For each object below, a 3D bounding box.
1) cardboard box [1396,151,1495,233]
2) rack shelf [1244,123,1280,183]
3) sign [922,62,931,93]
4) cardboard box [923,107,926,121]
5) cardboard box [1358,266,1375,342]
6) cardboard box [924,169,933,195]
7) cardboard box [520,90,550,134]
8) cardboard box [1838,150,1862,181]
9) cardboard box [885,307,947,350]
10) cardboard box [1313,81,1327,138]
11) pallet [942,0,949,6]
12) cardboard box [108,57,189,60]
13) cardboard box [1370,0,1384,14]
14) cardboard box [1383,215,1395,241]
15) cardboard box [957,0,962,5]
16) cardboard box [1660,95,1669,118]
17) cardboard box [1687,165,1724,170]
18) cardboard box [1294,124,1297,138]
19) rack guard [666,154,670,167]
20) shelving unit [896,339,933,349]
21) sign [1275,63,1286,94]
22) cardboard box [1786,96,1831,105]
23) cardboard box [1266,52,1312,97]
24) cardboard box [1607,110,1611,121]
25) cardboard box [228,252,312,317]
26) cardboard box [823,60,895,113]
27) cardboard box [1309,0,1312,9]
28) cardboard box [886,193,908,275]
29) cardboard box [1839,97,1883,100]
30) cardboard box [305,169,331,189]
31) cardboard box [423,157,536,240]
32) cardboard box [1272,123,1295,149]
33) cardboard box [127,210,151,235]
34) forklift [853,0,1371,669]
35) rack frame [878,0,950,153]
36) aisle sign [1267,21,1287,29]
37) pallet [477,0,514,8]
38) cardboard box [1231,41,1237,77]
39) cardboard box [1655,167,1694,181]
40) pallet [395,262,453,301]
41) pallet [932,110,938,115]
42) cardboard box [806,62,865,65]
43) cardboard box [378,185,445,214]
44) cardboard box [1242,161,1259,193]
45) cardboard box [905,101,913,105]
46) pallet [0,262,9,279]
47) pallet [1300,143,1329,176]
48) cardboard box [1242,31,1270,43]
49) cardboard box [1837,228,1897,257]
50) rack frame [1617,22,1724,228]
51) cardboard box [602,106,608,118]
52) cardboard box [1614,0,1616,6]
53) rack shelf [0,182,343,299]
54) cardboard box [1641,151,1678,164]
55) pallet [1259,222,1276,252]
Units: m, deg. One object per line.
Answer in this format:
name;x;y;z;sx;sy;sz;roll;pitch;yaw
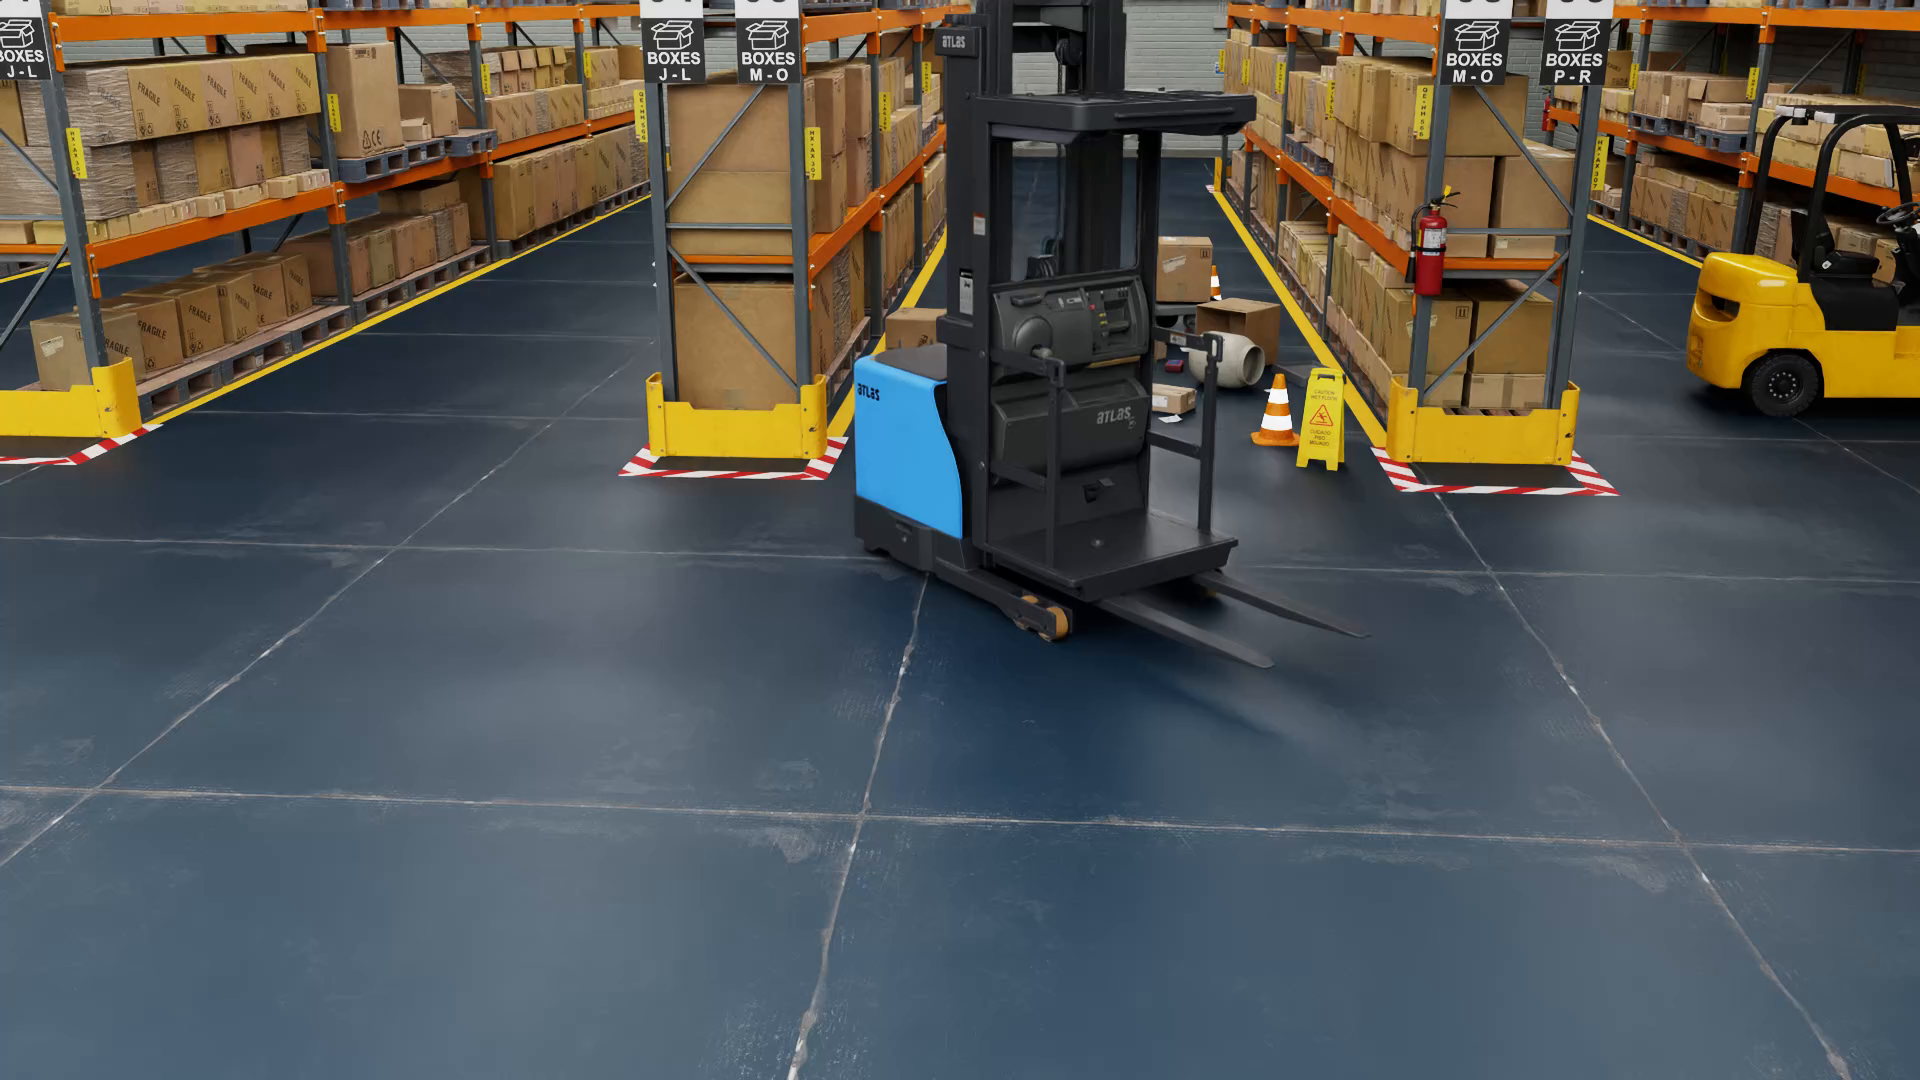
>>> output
cardboard box;3.216;-2.321;11.050;0.500;0.500;0.500;1;18;3
rack shelf;4.169;-4.721;20.169;1.077;0.370;4.000;1;18;4
sign;-0.365;-5.060;18.188;0.100;0.325;0.005;1;18;4
cardboard box;-0.613;-5.069;19.806;0.380;0.149;0.250;2;18;6
cardboard box;3.326;-1.780;12.575;0.500;0.500;0.500;1;18;3
cardboard box;-0.592;-4.255;19.728;0.500;0.250;0.500;1;18;3
cardboard box;-5.447;-5.330;20.712;0.500;0.500;0.500;1;18;4
cardboard box;8.562;-3.491;15.500;0.500;0.250;0.500;1;18;4
cardboard box;-0.294;-1.587;13.459;0.500;0.500;0.500;4;19;13
cardboard box;3.620;-4.051;15.655;0.500;0.500;0.500;2;18;6
pallet;-0.783;-6.910;21.179;1.213;0.211;1.003;1;18;4
cardboard box;-6.503;-3.640;13.471;0.500;0.500;0.500;1;18;4
cardboard box;3.292;-4.016;12.448;0.380;0.149;0.250;1;18;3
cardboard box;3.201;-2.200;11.722;0.380;0.149;0.250;2;18;5
cardboard box;-0.252;-7.572;23.139;0.500;0.250;0.500;2;18;6
cardboard box;8.781;-5.287;20.283;0.396;0.266;0.258;2;18;7
cardboard box;9.511;-4.692;21.223;0.380;0.149;0.250;1;18;4
cardboard box;3.697;-4.254;17.318;0.380;0.149;0.250;0;18;0
rack guard;-5.284;-5.967;26.832;1.175;0.500;0.348;1;18;4
shelving unit;-0.259;-0.624;9.642;0.215;1.050;0.252;0;18;1
sign;3.471;-5.003;18.016;0.100;0.325;0.005;1;18;4
cardboard box;8.649;-4.432;16.930;0.380;0.149;0.250;2;18;5
cardboard box;3.872;-5.445;19.455;0.500;0.500;0.500;1;18;4
cardboard box;9.071;-5.803;22.720;0.380;0.149;0.250;2;18;5
cardboard box;-6.215;-2.309;14.993;0.500;0.500;0.500;1;18;2
cardboard box;-1.031;-4.588;16.841;0.700;0.500;0.500;1;18;3
cardboard box;3.815;-5.630;17.187;0.396;0.266;0.258;1;18;4
cardboard box;-1.112;-3.193;17.288;1.050;0.750;0.750;2;18;5
cardboard box;9.168;-4.420;16.891;0.380;0.149;0.250;1;18;4
cardboard box;-5.868;-3.228;14.861;0.380;0.149;0.250;1;18;4
cardboard box;-5.789;-4.067;19.755;1.225;0.875;0.875;0;18;1
cardboard box;3.803;-4.533;18.682;0.500;0.250;0.500;1;18;2
cardboard box;-6.105;-2.297;12.019;0.380;0.149;0.250;1;18;4
forklift;0.679;-1.081;8.014;1.130;2.935;3.031;-13;22;-34
rack frame;-0.633;-5.763;22.194;1.000;3.000;0.127;1;18;4
aisle sign;4.913;-8.177;25.387;0.394;0.787;0.004;1;18;4
pallet;-5.866;-6.200;19.013;1.213;0.211;1.003;2;18;6
cardboard box;4.221;-6.986;24.159;0.500;0.500;0.500;1;18;3
cardboard box;9.022;-4.621;21.008;0.380;0.149;0.250;0;18;1
pallet;-6.007;-2.717;17.377;1.003;0.211;1.213;1;18;4
pallet;-0.832;-5.438;21.510;1.003;0.211;1.213;1;18;4
cardboard box;-1.267;-3.749;14.073;0.875;0.550;0.550;1;18;4
cardboard box;-5.905;-3.667;17.900;0.500;0.250;0.500;3;18;10
cardboard box;4.528;-5.137;23.723;0.875;0.438;0.875;1;18;2
cardboard box;-0.684;-4.888;18.775;0.380;0.149;0.250;2;18;6
pallet;-10.984;-2.831;17.724;1.003;0.211;1.213;1;18;4
pallet;3.924;-3.735;16.312;1.003;0.211;1.213;1;18;4
cardboard box;4.174;-7.090;23.436;0.380;0.149;0.250;1;18;4
cardboard box;8.779;-2.564;15.570;0.875;0.625;0.625;1;18;3
rack frame;9.263;-5.575;21.618;1.000;3.000;0.127;1;18;4
cardboard box;-5.182;-6.034;23.424;0.380;0.149;0.250;2;18;6
cardboard box;9.125;-7.395;22.760;0.380;0.149;0.250;1;18;4
rack shelf;-6.289;-2.458;13.262;1.077;0.370;4.000;1;18;4
cardboard box;9.033;-4.929;21.469;0.380;0.149;0.250;1;18;3
pallet;4.247;-3.738;20.491;1.003;0.211;1.213;1;18;4
